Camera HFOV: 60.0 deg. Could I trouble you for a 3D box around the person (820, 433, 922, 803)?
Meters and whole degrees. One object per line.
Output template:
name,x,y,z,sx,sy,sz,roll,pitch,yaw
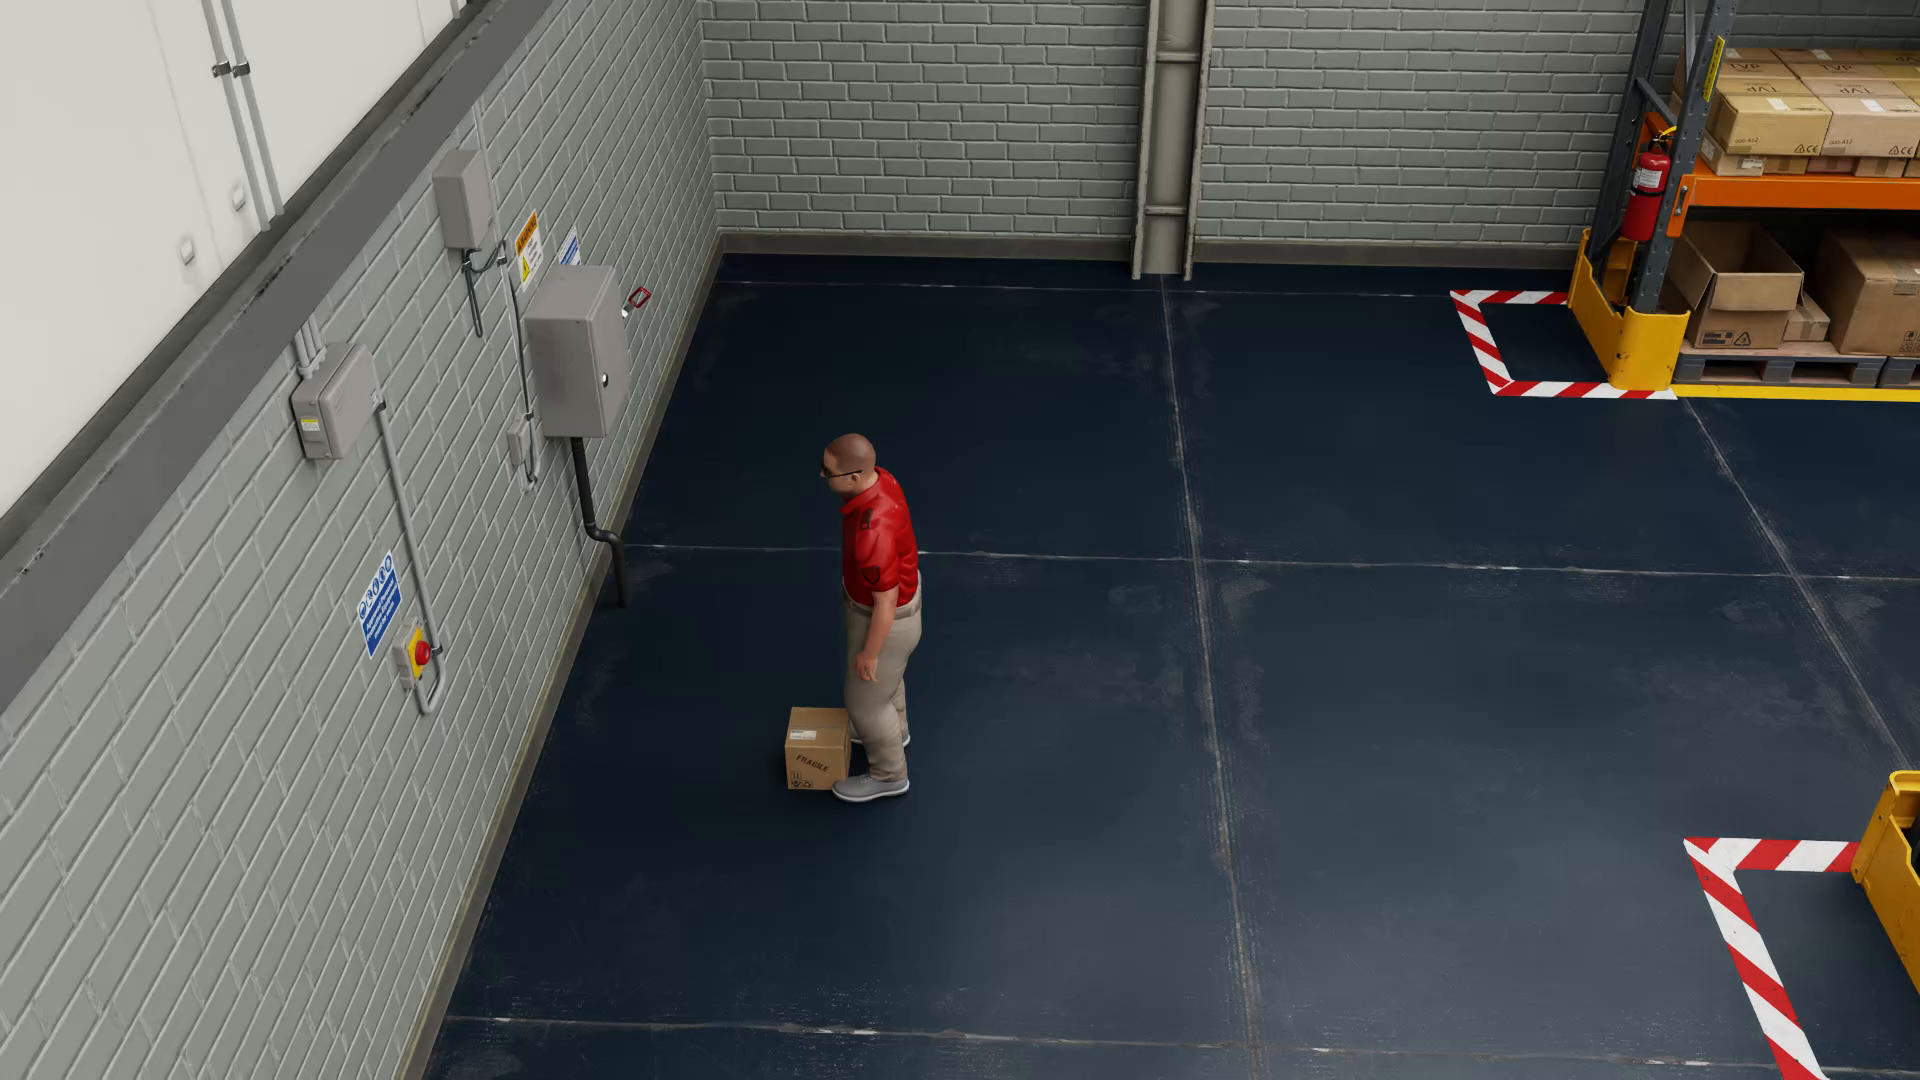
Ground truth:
person,-0.351,0.336,6.734,0.393,1.636,0.605,-1,35,-1
